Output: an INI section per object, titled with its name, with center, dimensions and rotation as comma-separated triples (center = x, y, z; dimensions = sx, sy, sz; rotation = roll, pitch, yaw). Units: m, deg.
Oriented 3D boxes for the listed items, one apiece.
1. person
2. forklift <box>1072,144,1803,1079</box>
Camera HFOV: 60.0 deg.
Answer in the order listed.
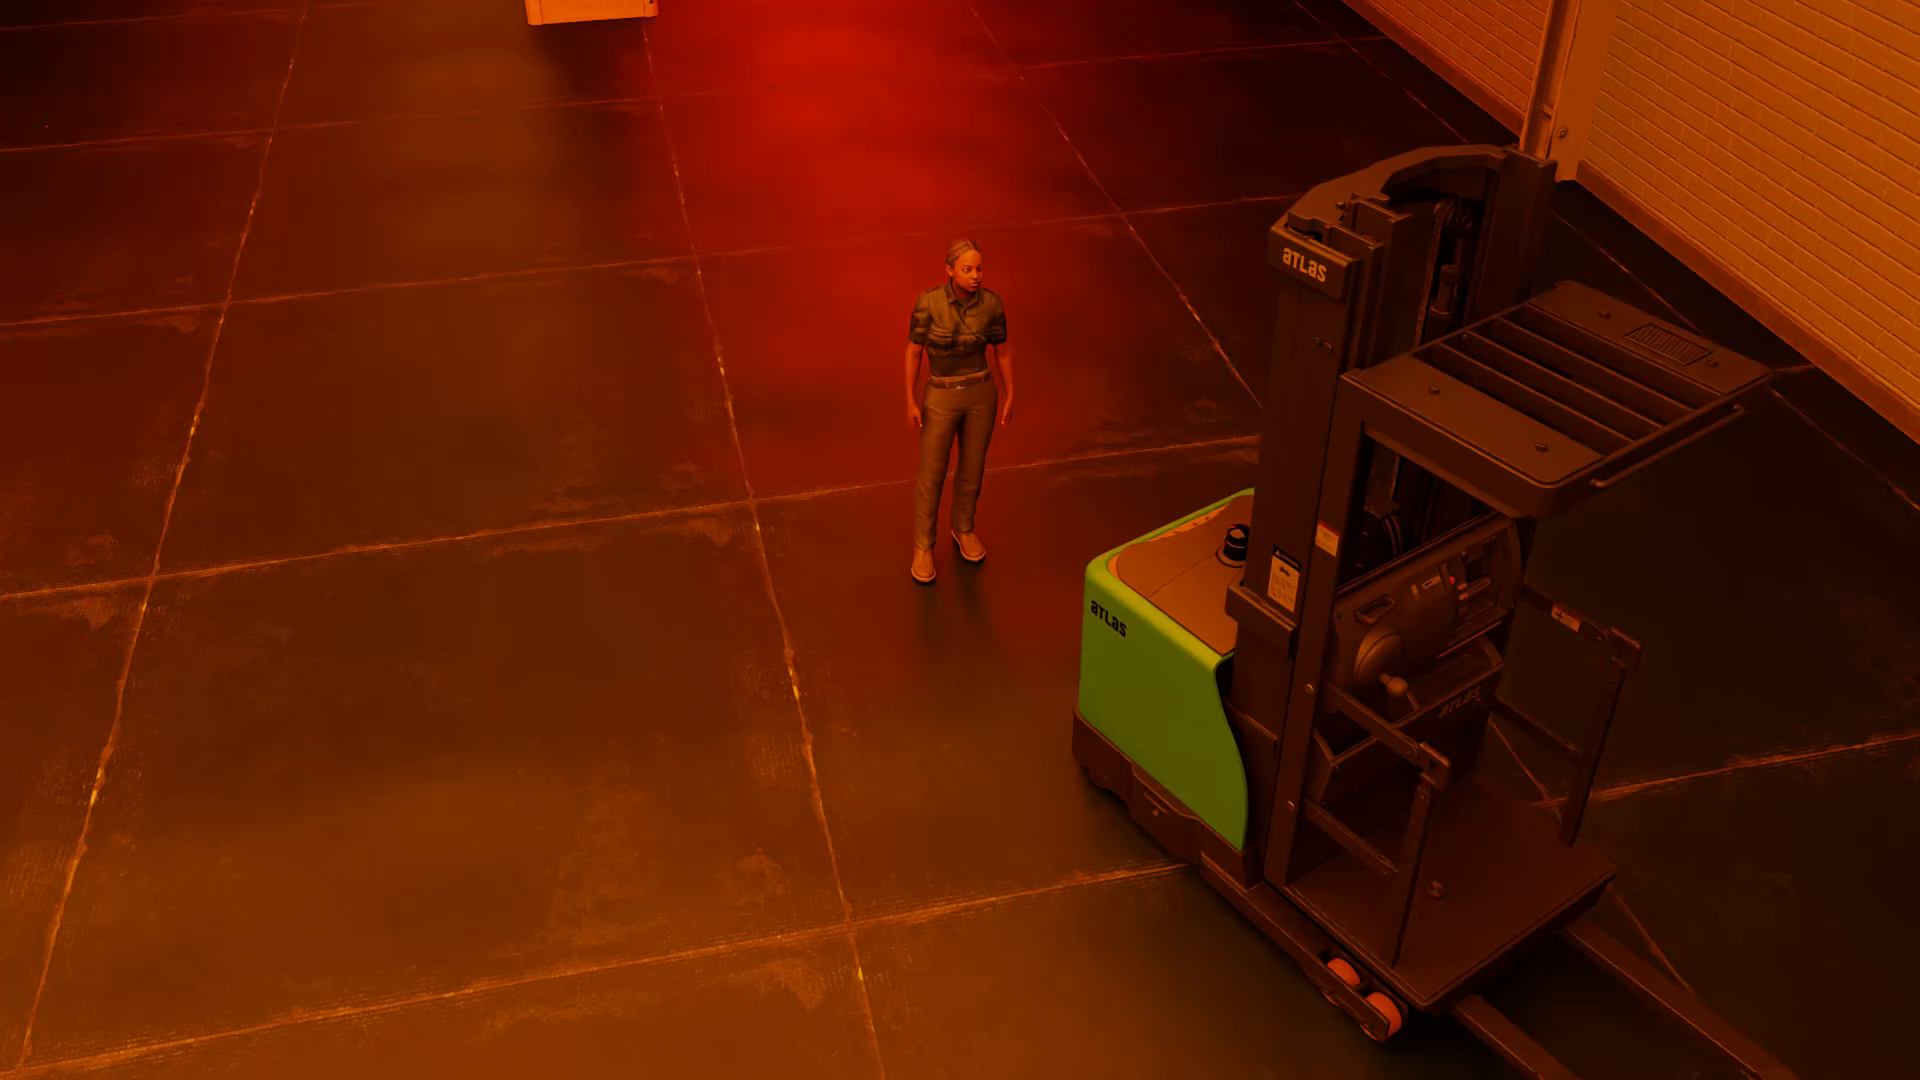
[person]
center = 0.000, -0.625, 8.000
dimensions = 0.570, 1.654, 0.504
rotation = -8, 36, -11
[forklift]
center = 1.756, 0.296, 5.639
dimensions = 1.130, 2.935, 3.031
rotation = -23, 42, -29
